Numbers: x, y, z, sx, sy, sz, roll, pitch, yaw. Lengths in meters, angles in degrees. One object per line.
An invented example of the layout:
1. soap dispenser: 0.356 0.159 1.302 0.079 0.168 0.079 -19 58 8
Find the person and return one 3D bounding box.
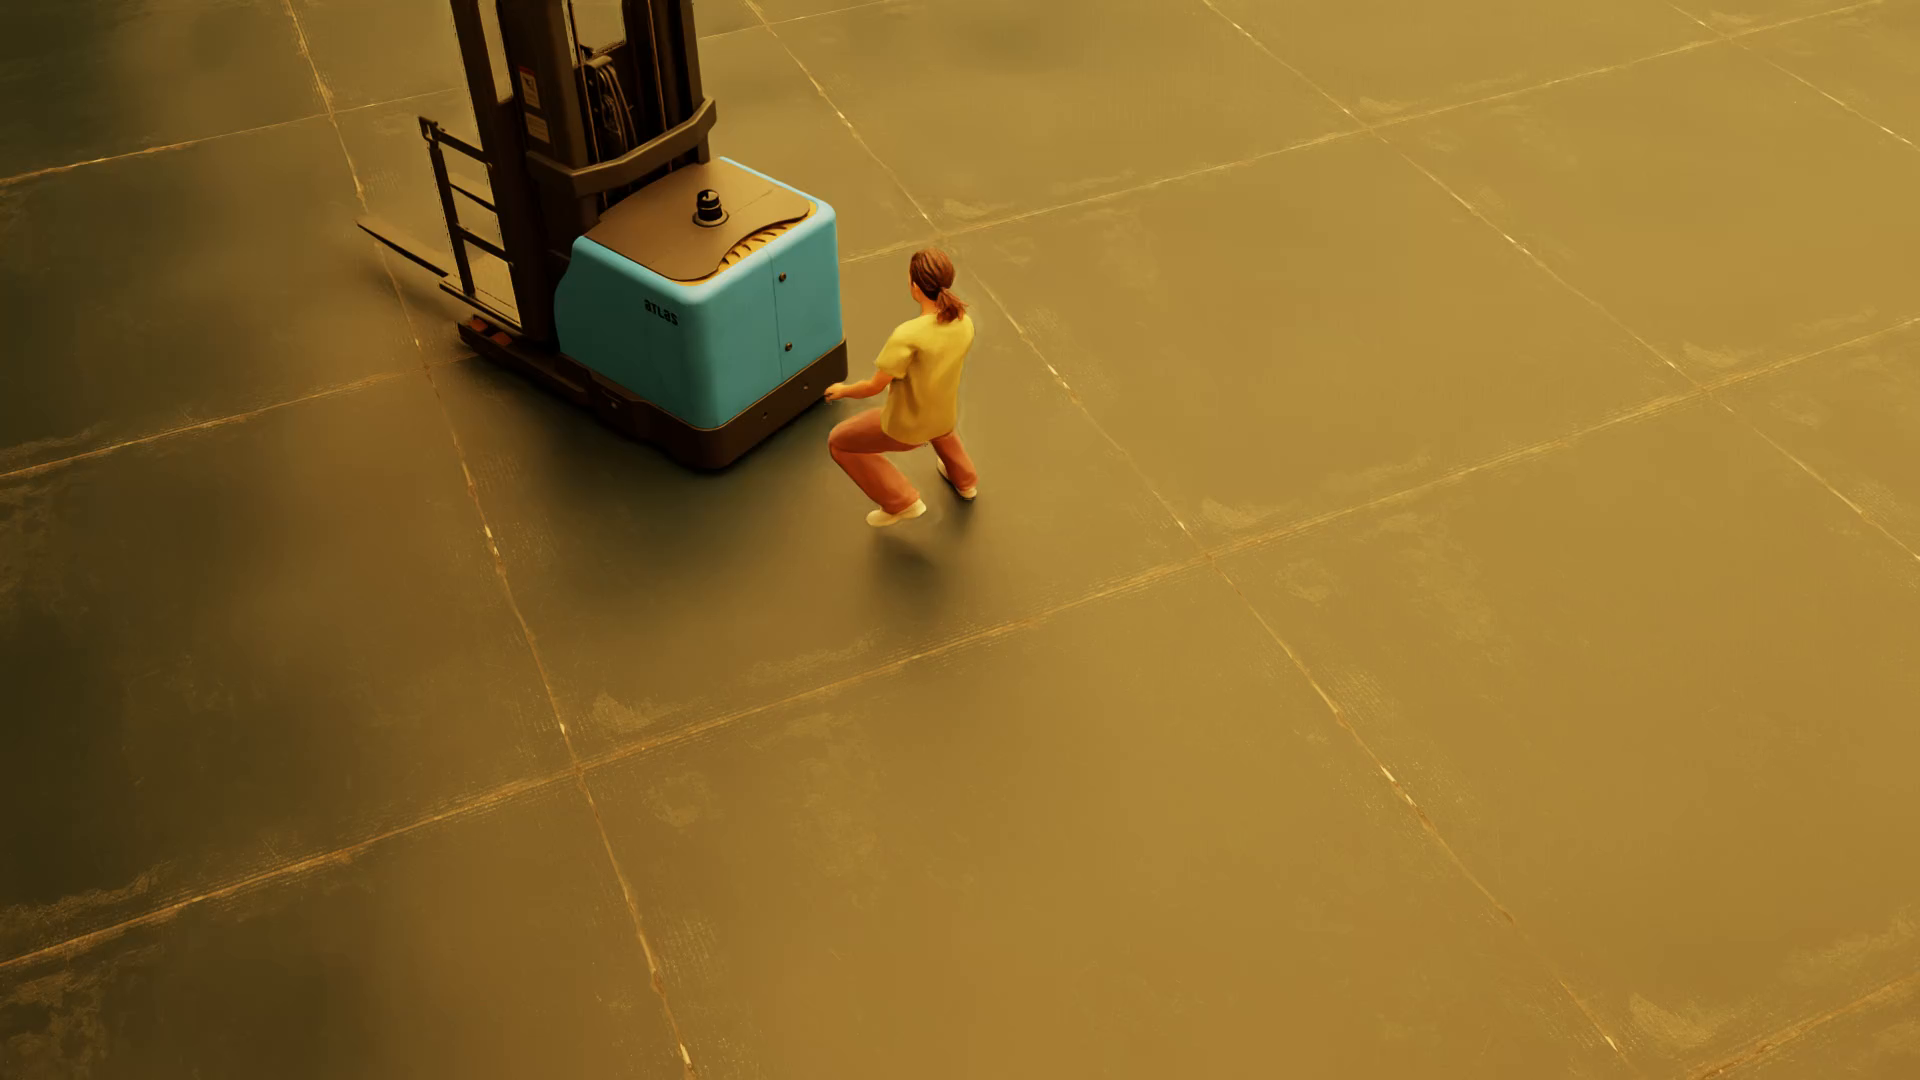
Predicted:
1. person: -0.227 -0.671 7.432 0.778 1.515 0.628 -30 51 -28

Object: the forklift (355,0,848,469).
1. forklift: -2.049 -2.259 8.101 3.031 2.935 1.130 29 50 27
